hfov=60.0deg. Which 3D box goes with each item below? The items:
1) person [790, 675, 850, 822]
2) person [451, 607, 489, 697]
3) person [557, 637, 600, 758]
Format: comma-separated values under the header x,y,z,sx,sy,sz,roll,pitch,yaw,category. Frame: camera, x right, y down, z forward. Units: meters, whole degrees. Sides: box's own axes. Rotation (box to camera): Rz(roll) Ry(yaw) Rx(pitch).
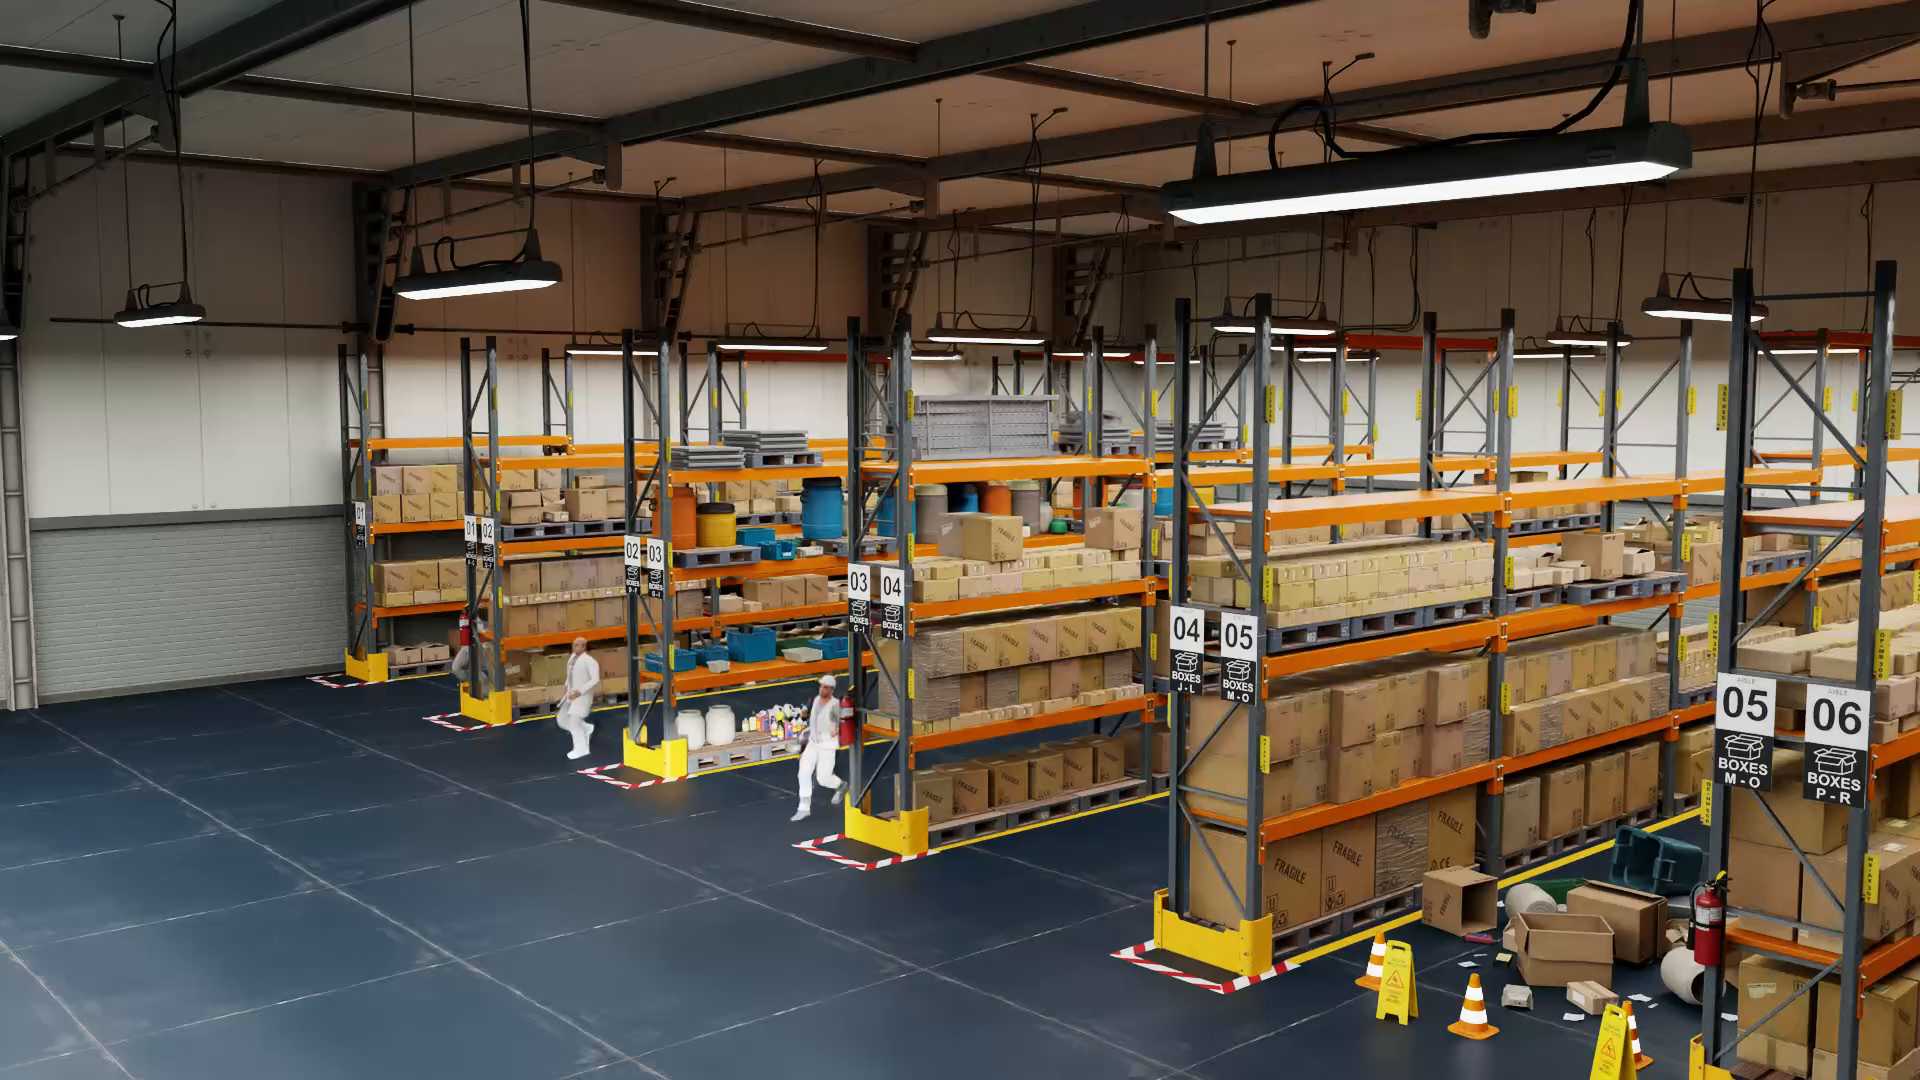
x,y,z,sx,sy,sz,roll,pitch,yaw,category
-1.618,2.498,20.134,0.696,1.775,0.883,4,7,40,person
-8.172,1.864,27.884,0.658,1.658,0.587,-5,7,-45,person
-5.360,2.219,23.465,0.727,1.730,0.580,5,7,42,person
